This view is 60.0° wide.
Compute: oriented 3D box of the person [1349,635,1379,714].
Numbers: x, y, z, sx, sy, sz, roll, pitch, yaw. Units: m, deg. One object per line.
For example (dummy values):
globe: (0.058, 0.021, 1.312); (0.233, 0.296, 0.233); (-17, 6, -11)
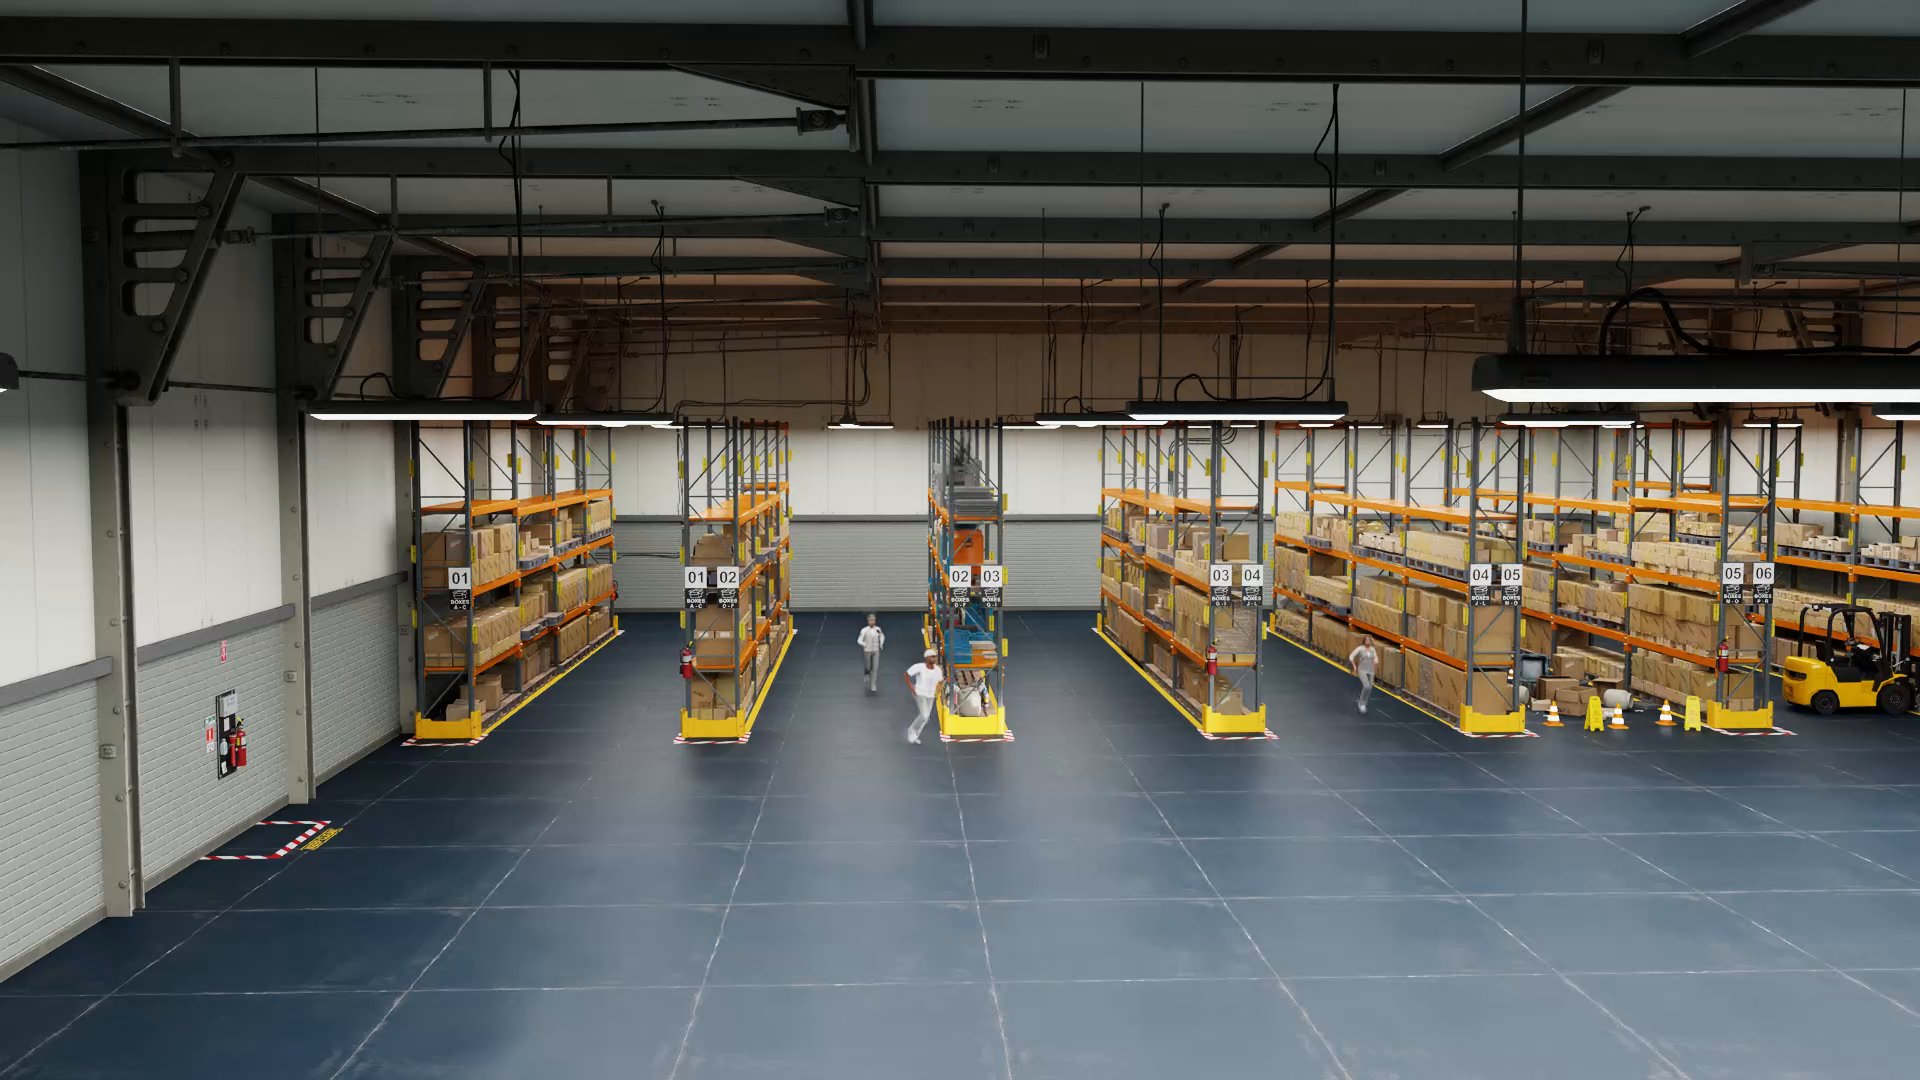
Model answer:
person: (8.226, 2.722, 33.699); (0.505, 1.597, 0.667); (-1, 4, -14)

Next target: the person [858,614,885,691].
person: (-1.946, 2.473, 36.829); (0.618, 1.664, 0.890); (-1, 4, -13)

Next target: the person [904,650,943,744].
person: (-0.609, 2.870, 30.525); (0.716, 1.712, 0.576); (-3, 5, -38)

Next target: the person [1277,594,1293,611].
person: (9.632, 1.697, 49.066); (0.773, 1.649, 0.693); (1, 4, 13)
